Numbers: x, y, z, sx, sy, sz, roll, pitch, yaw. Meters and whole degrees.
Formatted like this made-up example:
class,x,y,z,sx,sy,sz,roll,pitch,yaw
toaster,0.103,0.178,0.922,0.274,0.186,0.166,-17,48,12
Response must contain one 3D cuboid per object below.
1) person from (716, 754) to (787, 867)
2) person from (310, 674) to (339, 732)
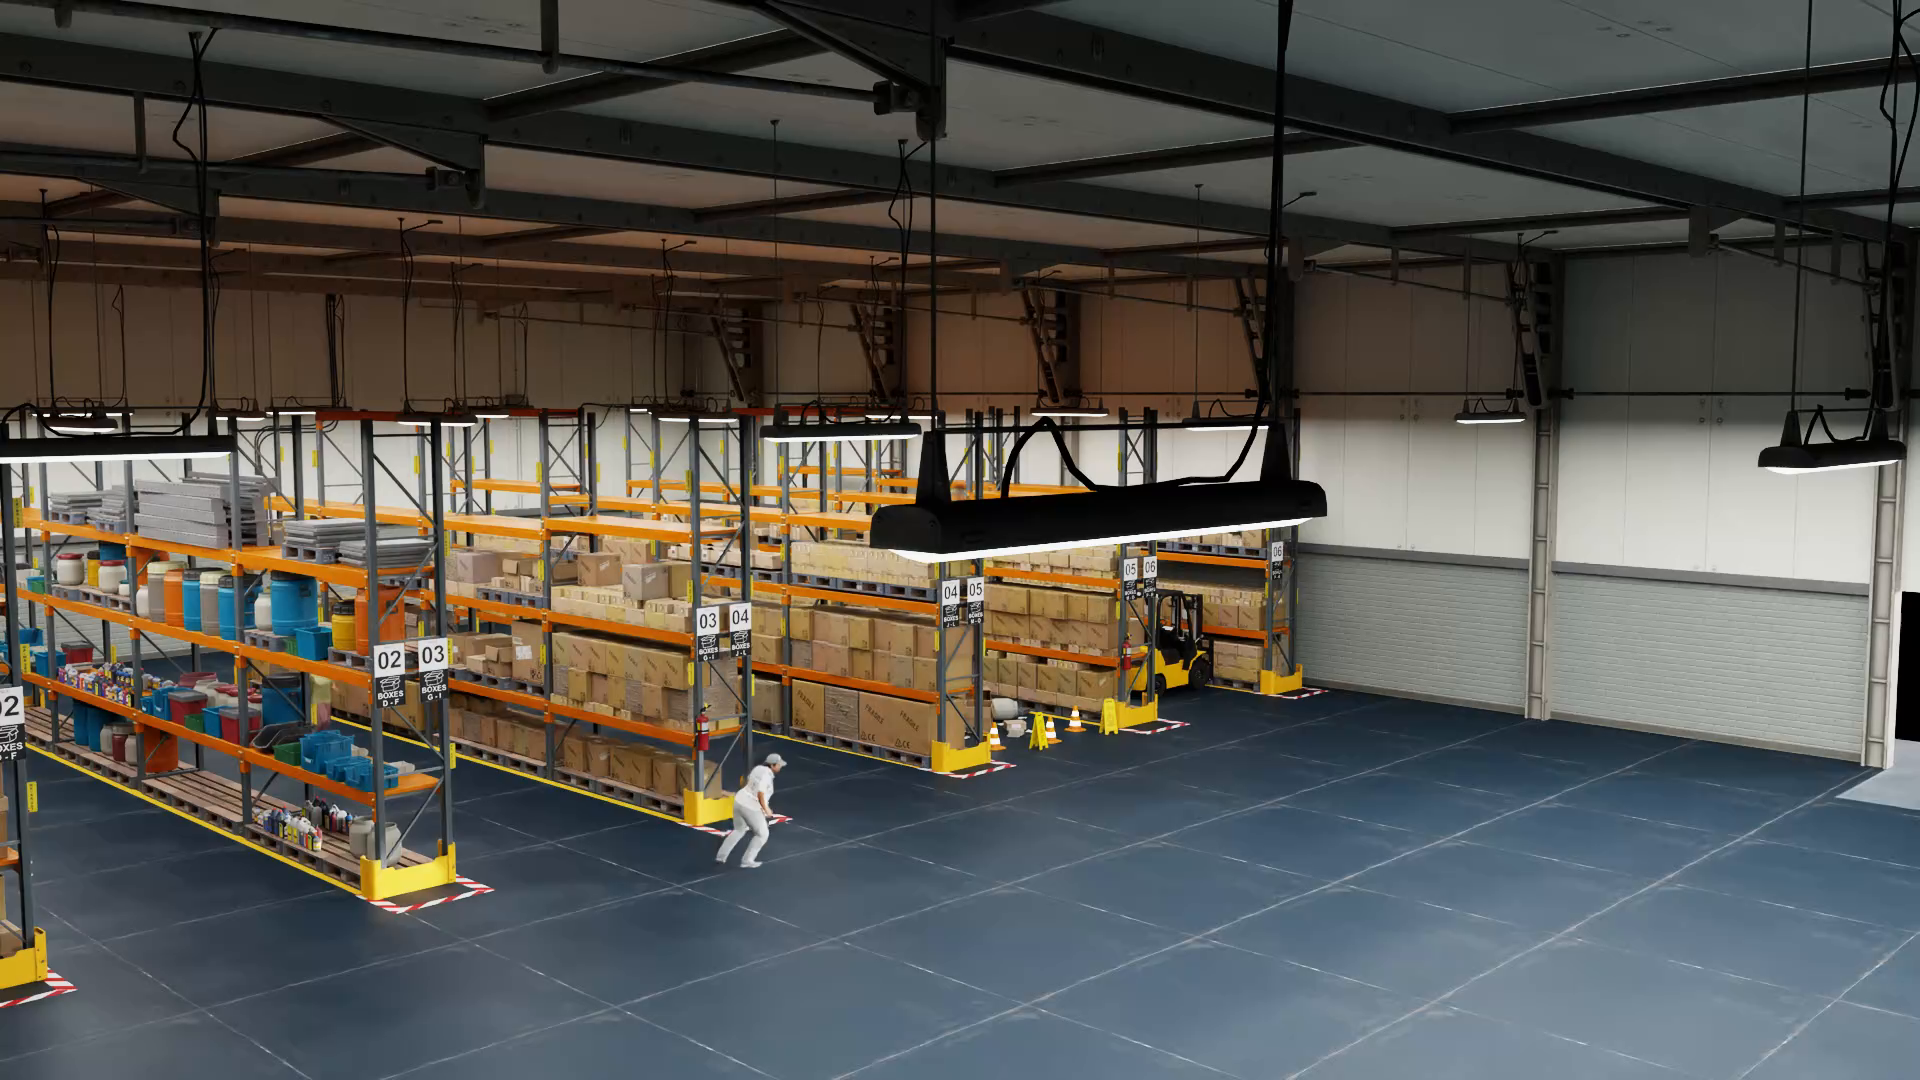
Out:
class,x,y,z,sx,sy,sz,roll,pitch,yaw
person,-2.792,3.615,22.267,0.881,1.521,0.658,-3,6,-33
person,-11.294,2.899,29.443,0.622,1.646,0.594,5,7,44
